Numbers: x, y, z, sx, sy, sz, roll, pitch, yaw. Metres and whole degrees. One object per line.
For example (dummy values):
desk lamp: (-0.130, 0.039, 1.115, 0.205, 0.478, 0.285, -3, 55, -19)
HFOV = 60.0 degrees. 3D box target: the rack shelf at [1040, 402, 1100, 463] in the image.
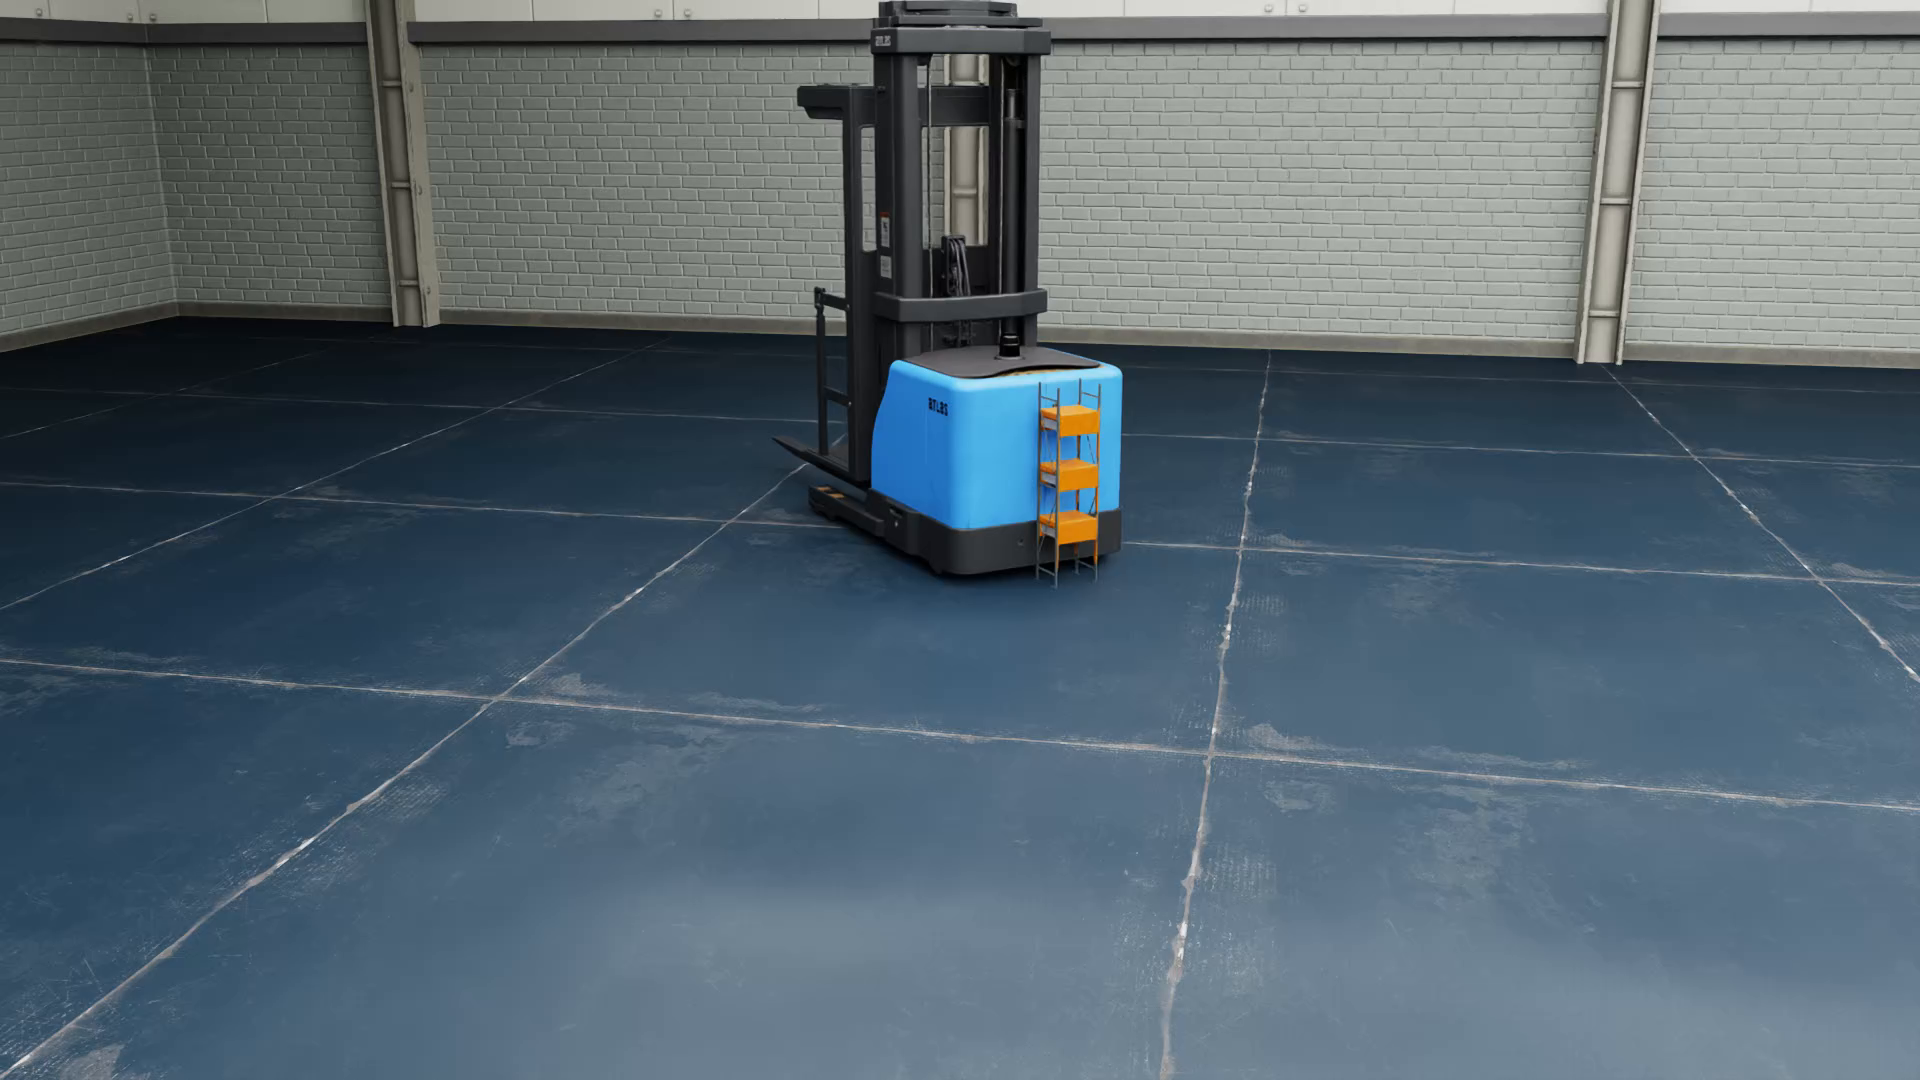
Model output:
rack shelf: (0.557, -0.554, 8.503, 0.240, 0.259, 0.215, -8, 18, -28)

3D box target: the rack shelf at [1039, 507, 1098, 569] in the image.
rack shelf: (0.557, -0.013, 8.653, 0.240, 0.259, 0.215, -8, 18, -28)

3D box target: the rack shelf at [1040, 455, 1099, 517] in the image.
rack shelf: (0.557, -0.281, 8.579, 0.240, 0.259, 0.215, -8, 18, -28)

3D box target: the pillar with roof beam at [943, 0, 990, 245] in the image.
pillar with roof beam: (-0.793, -5.199, 11.403, 0.400, 9.000, 9.100, 3, 16, 11)

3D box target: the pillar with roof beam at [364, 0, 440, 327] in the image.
pillar with roof beam: (-6.673, -5.518, 12.556, 0.400, 9.000, 9.100, 3, 16, 11)

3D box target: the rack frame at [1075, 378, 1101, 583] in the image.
rack frame: (0.664, -0.307, 8.633, 0.008, 1.050, 0.200, -8, 18, -28)

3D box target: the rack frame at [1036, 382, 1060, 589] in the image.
rack frame: (0.450, -0.275, 8.520, 0.008, 1.050, 0.200, -8, 18, -28)

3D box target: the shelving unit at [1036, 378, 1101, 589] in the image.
shelving unit: (0.557, -0.291, 8.576, 0.252, 1.050, 0.215, -8, 18, -28)

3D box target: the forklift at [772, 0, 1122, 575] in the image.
forklift: (-0.258, -1.576, 9.692, 1.130, 2.935, 3.031, -8, 17, -27)

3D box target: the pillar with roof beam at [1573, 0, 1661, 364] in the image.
pillar with roof beam: (5.087, -4.880, 10.251, 0.400, 9.000, 9.100, 3, 16, 11)
